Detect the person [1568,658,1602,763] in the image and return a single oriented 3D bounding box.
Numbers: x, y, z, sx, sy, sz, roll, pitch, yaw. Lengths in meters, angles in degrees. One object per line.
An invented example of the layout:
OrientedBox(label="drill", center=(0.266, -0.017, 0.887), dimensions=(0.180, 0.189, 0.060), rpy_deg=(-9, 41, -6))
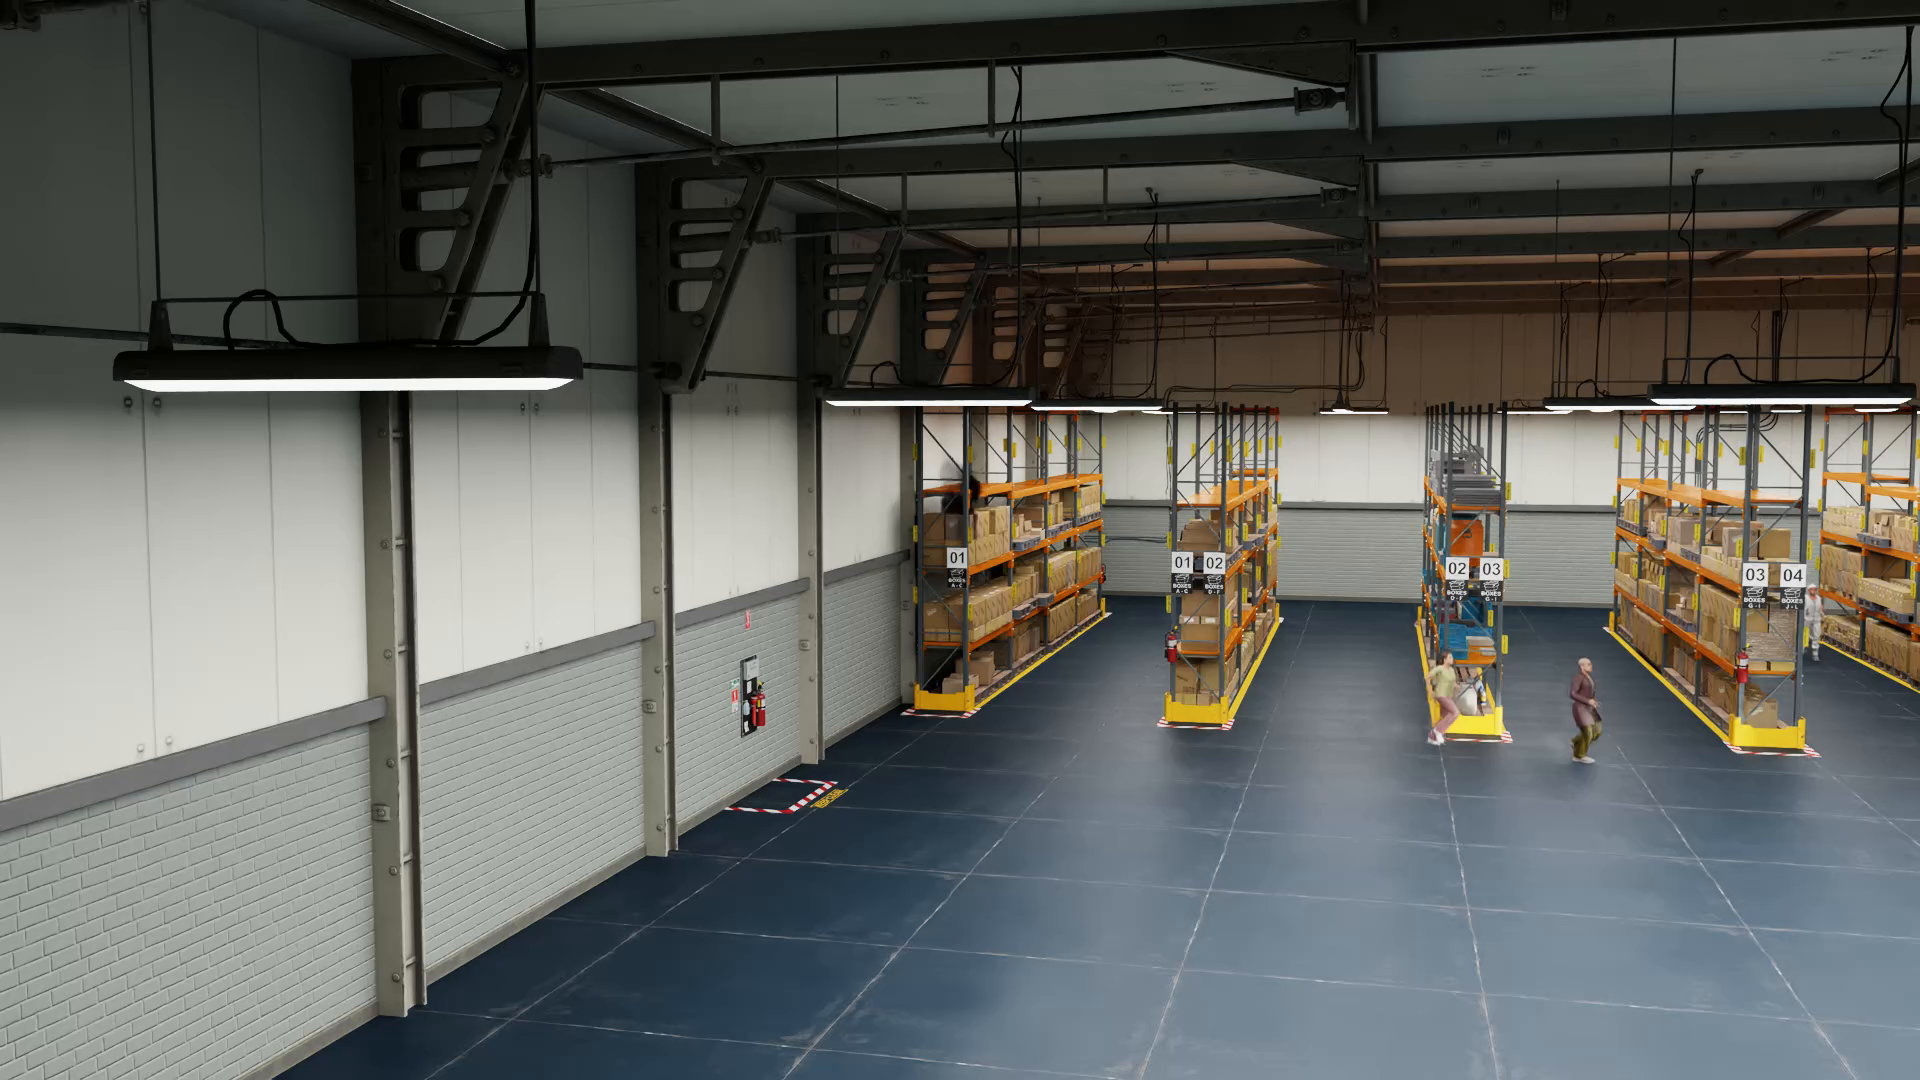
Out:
OrientedBox(label="person", center=(10.363, 2.822, 27.523), dimensions=(0.637, 1.734, 0.728), rpy_deg=(4, 6, 44))

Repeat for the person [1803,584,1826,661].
OrientedBox(label="person", center=(20.086, 1.923, 39.225), dimensions=(0.658, 1.782, 0.977), rpy_deg=(1, 4, 10))

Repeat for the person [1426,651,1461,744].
OrientedBox(label="person", center=(8.520, 2.766, 29.046), dimensions=(0.578, 1.609, 0.580), rpy_deg=(-4, 6, -42))
